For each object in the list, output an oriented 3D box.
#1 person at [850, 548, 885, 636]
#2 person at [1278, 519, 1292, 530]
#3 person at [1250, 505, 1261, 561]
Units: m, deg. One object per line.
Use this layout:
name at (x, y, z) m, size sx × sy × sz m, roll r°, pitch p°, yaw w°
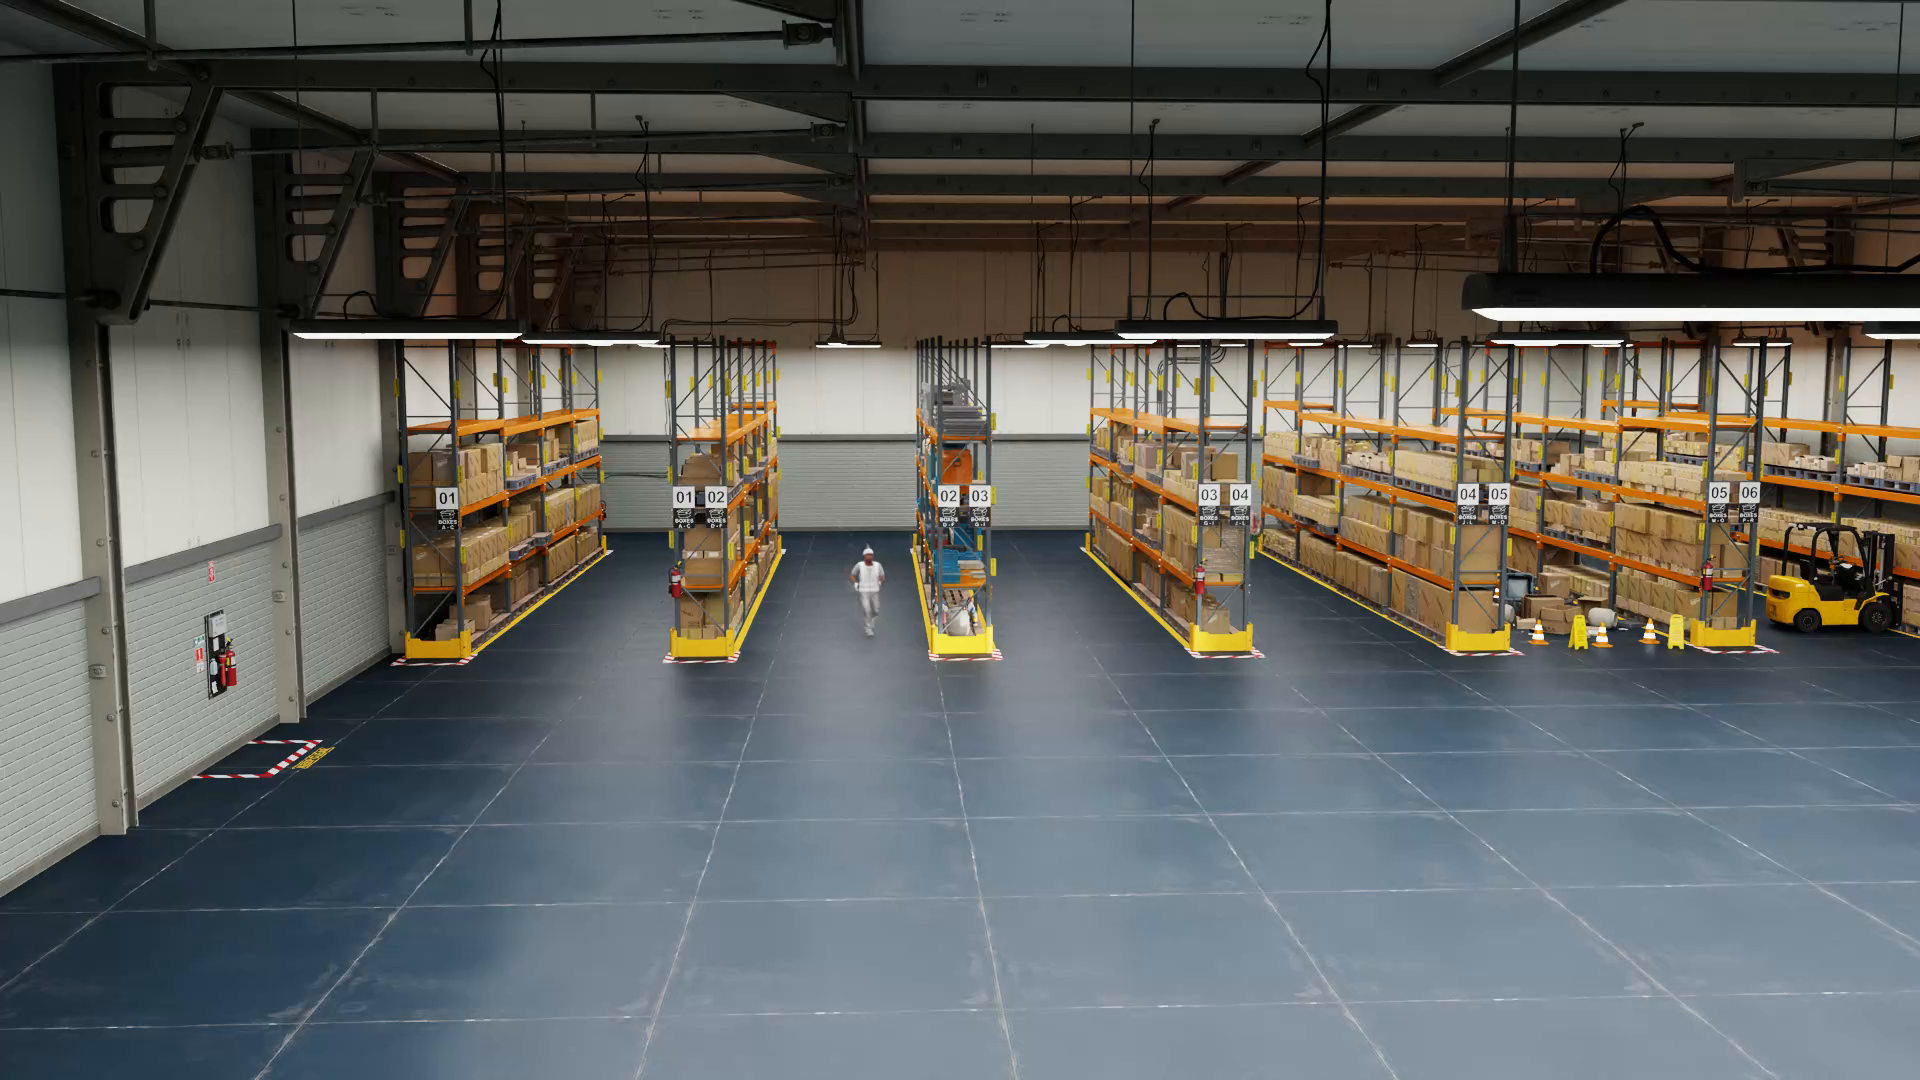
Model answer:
person at (-1.851, 1.043, 33.618) m, size 0.695 × 1.748 × 0.818 m, roll -2°, pitch 7°, yaw -14°
person at (9.571, -0.723, 49.033) m, size 0.950 × 1.747 × 0.719 m, roll 4°, pitch 8°, yaw 30°
person at (7.656, -0.151, 44.147) m, size 0.656 × 1.748 × 0.560 m, roll 0°, pitch 6°, yaw 3°
